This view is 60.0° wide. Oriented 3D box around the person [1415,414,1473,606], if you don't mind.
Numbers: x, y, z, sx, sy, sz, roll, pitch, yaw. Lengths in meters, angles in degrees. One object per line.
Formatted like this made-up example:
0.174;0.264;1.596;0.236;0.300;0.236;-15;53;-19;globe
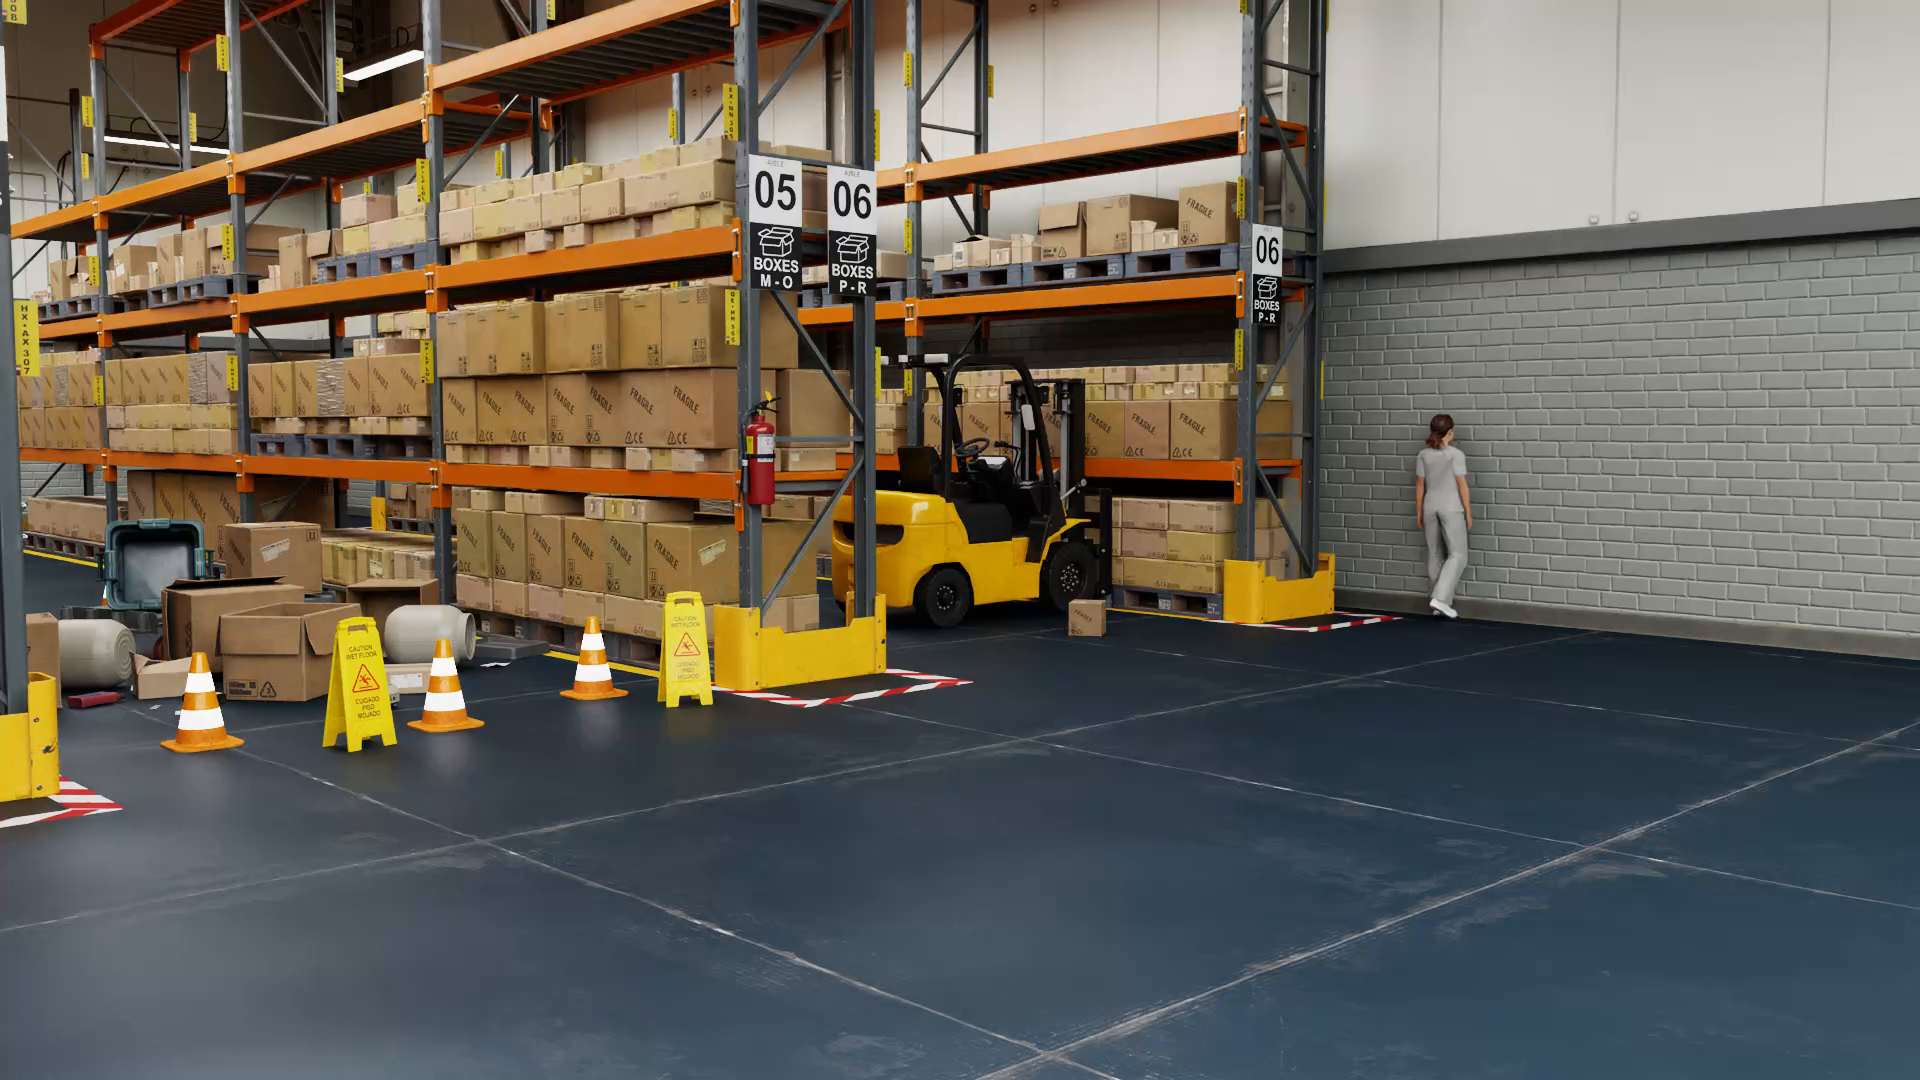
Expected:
3.938;-0.232;13.668;0.459;1.605;0.461;-4;5;-43;person
